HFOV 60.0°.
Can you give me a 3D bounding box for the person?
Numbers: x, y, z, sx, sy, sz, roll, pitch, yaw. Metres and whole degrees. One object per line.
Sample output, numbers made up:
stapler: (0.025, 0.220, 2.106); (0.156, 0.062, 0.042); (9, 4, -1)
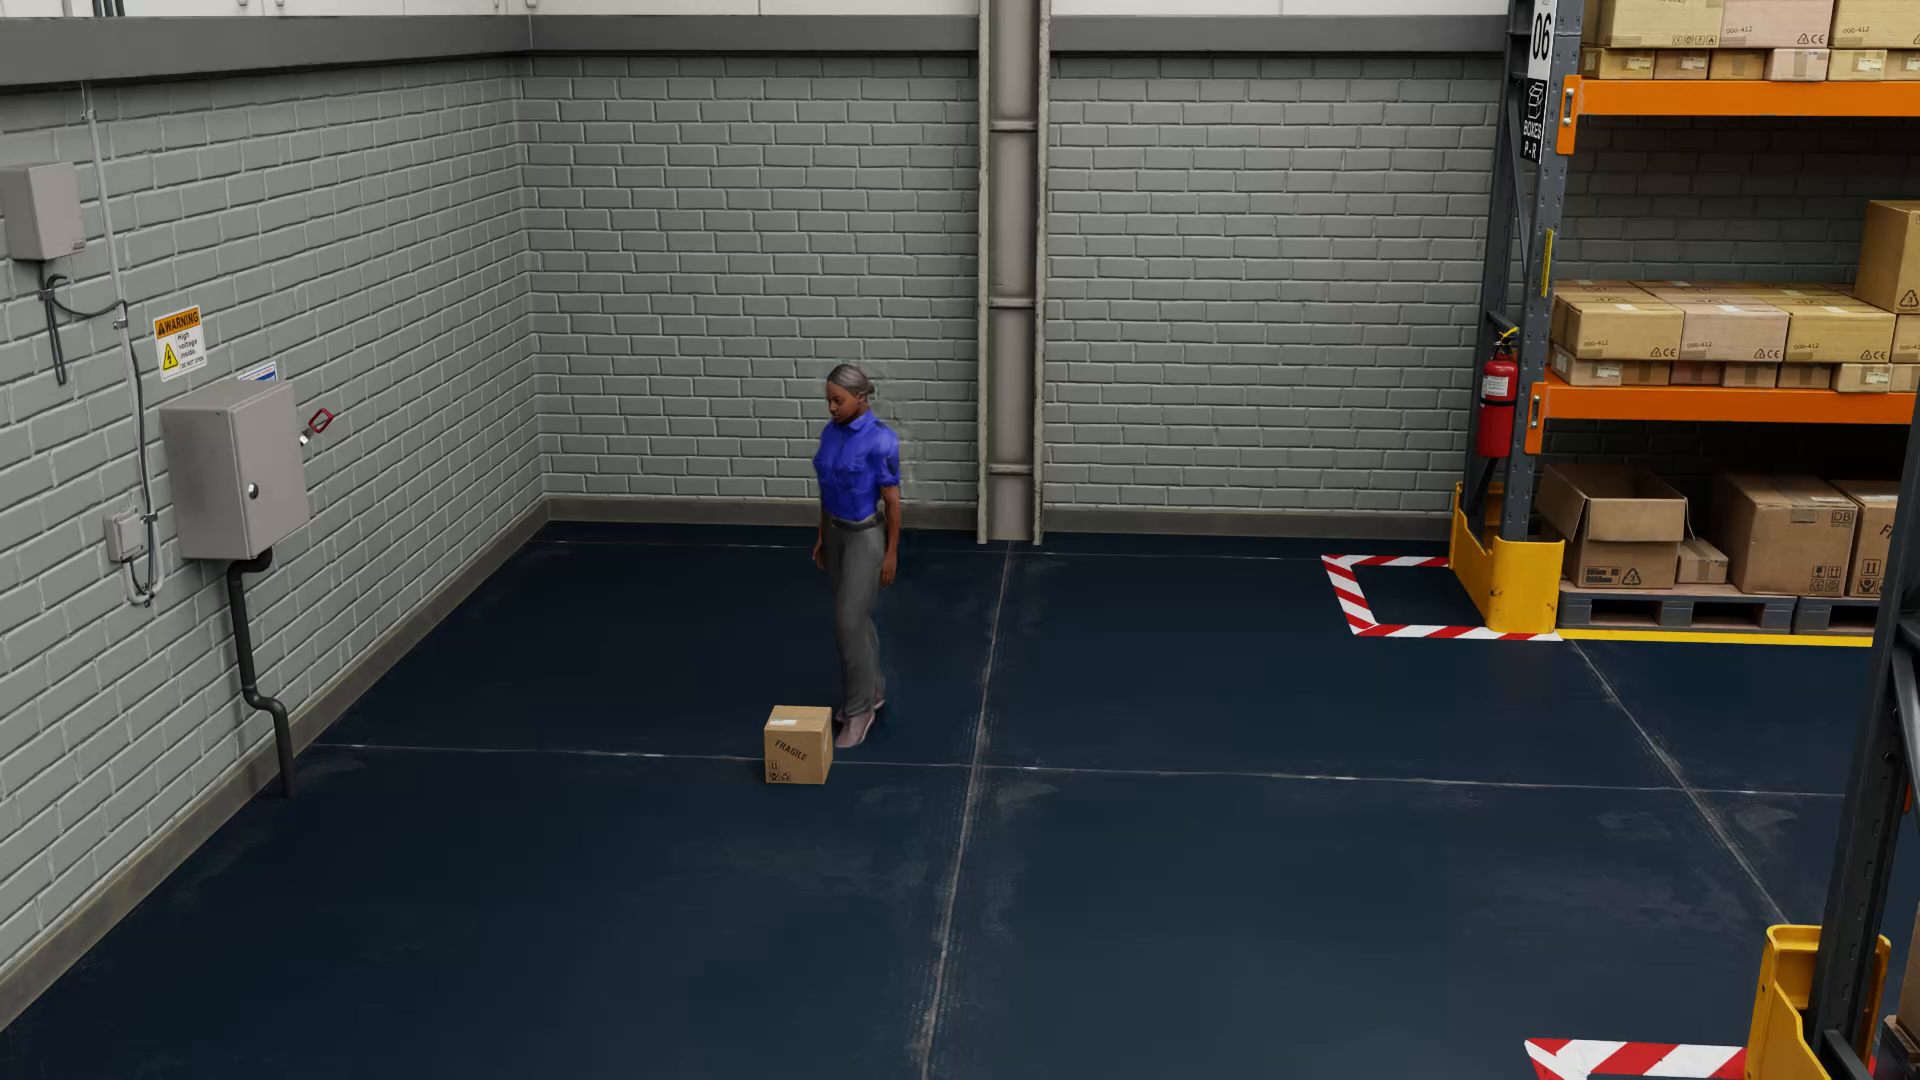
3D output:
person: (-0.512, 0.063, 7.415); (0.438, 1.711, 0.469); (-15, 23, -39)
